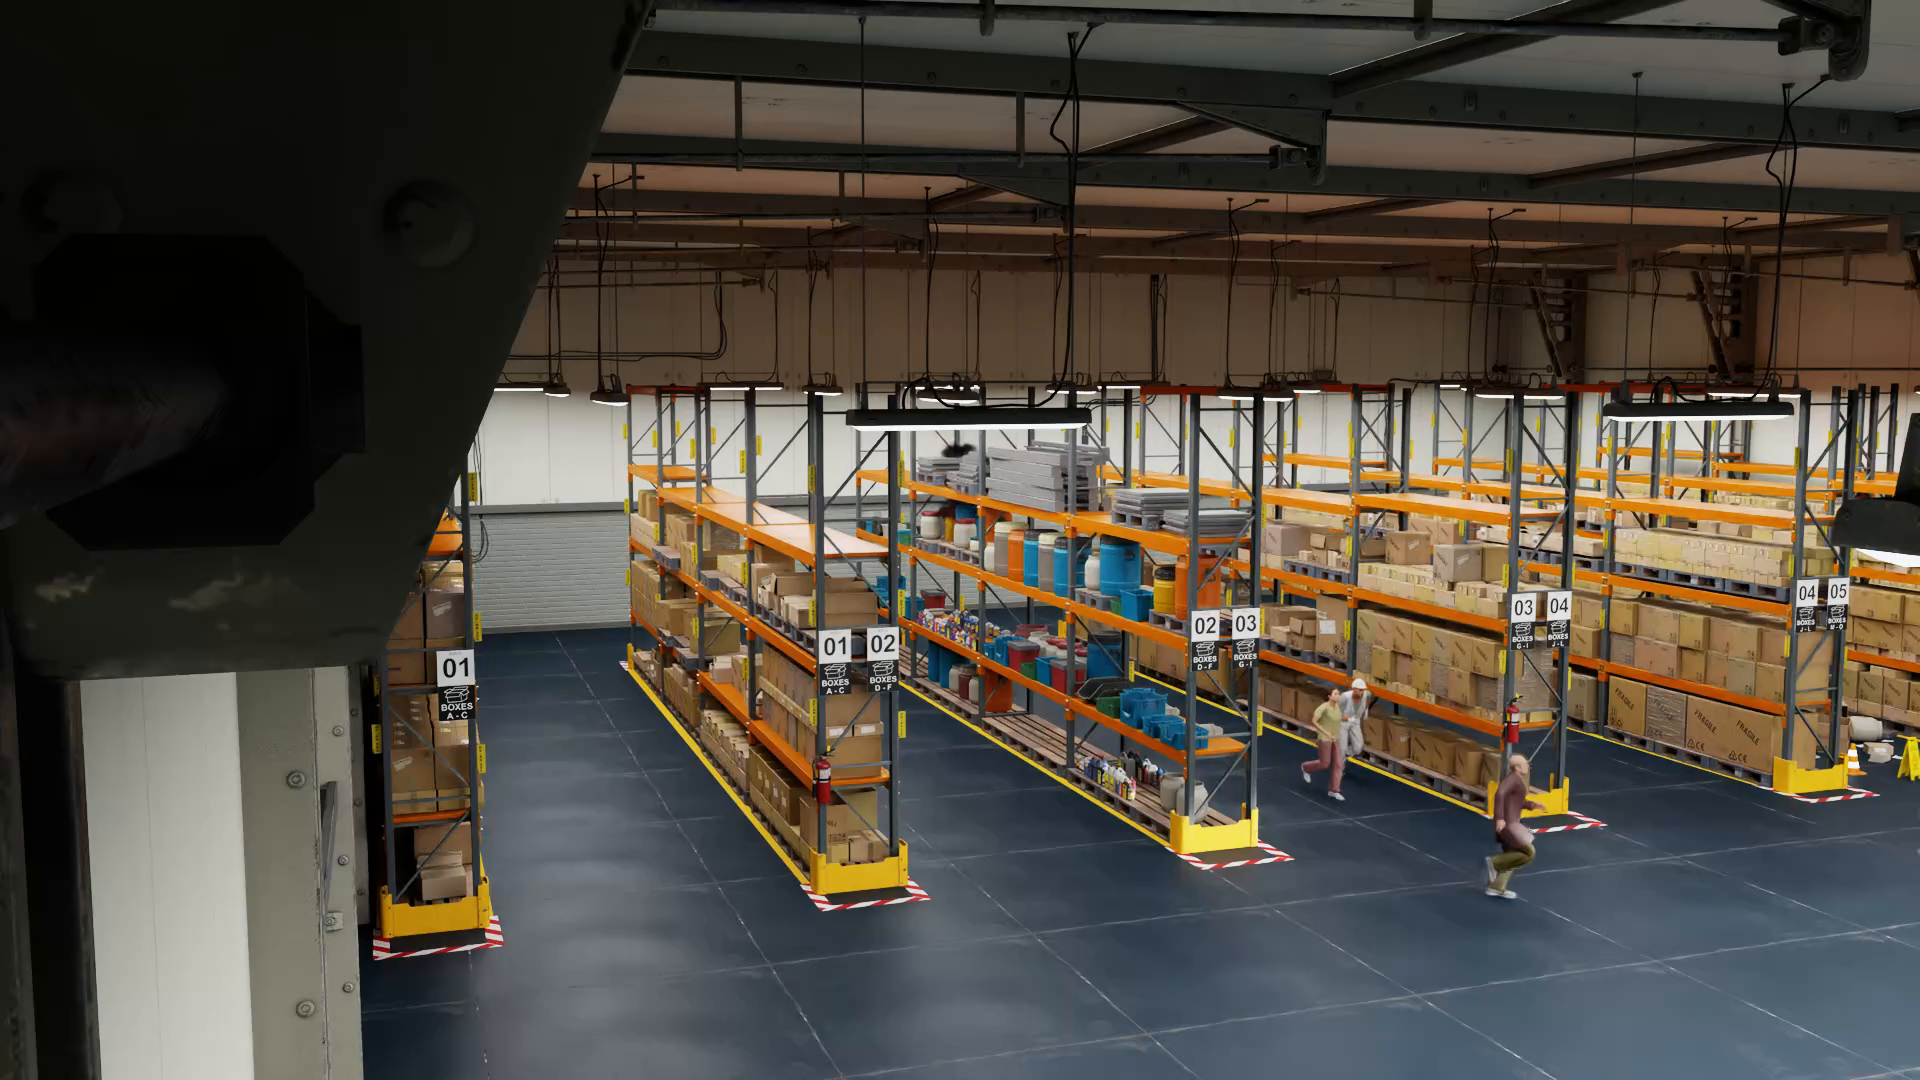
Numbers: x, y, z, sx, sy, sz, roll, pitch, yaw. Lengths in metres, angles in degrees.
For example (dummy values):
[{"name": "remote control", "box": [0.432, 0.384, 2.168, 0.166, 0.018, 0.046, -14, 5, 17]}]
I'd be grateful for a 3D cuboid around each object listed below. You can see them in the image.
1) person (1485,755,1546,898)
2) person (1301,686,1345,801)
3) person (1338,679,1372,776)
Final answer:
[{"name": "person", "box": [6.641, 3.429, 19.857, 0.689, 1.728, 0.759, 1, 6, 13]}, {"name": "person", "box": [5.444, 2.983, 24.721, 0.604, 1.636, 0.869, -4, 7, -37]}, {"name": "person", "box": [6.062, 2.888, 25.616, 0.689, 1.608, 0.833, -2, 6, -14]}]
